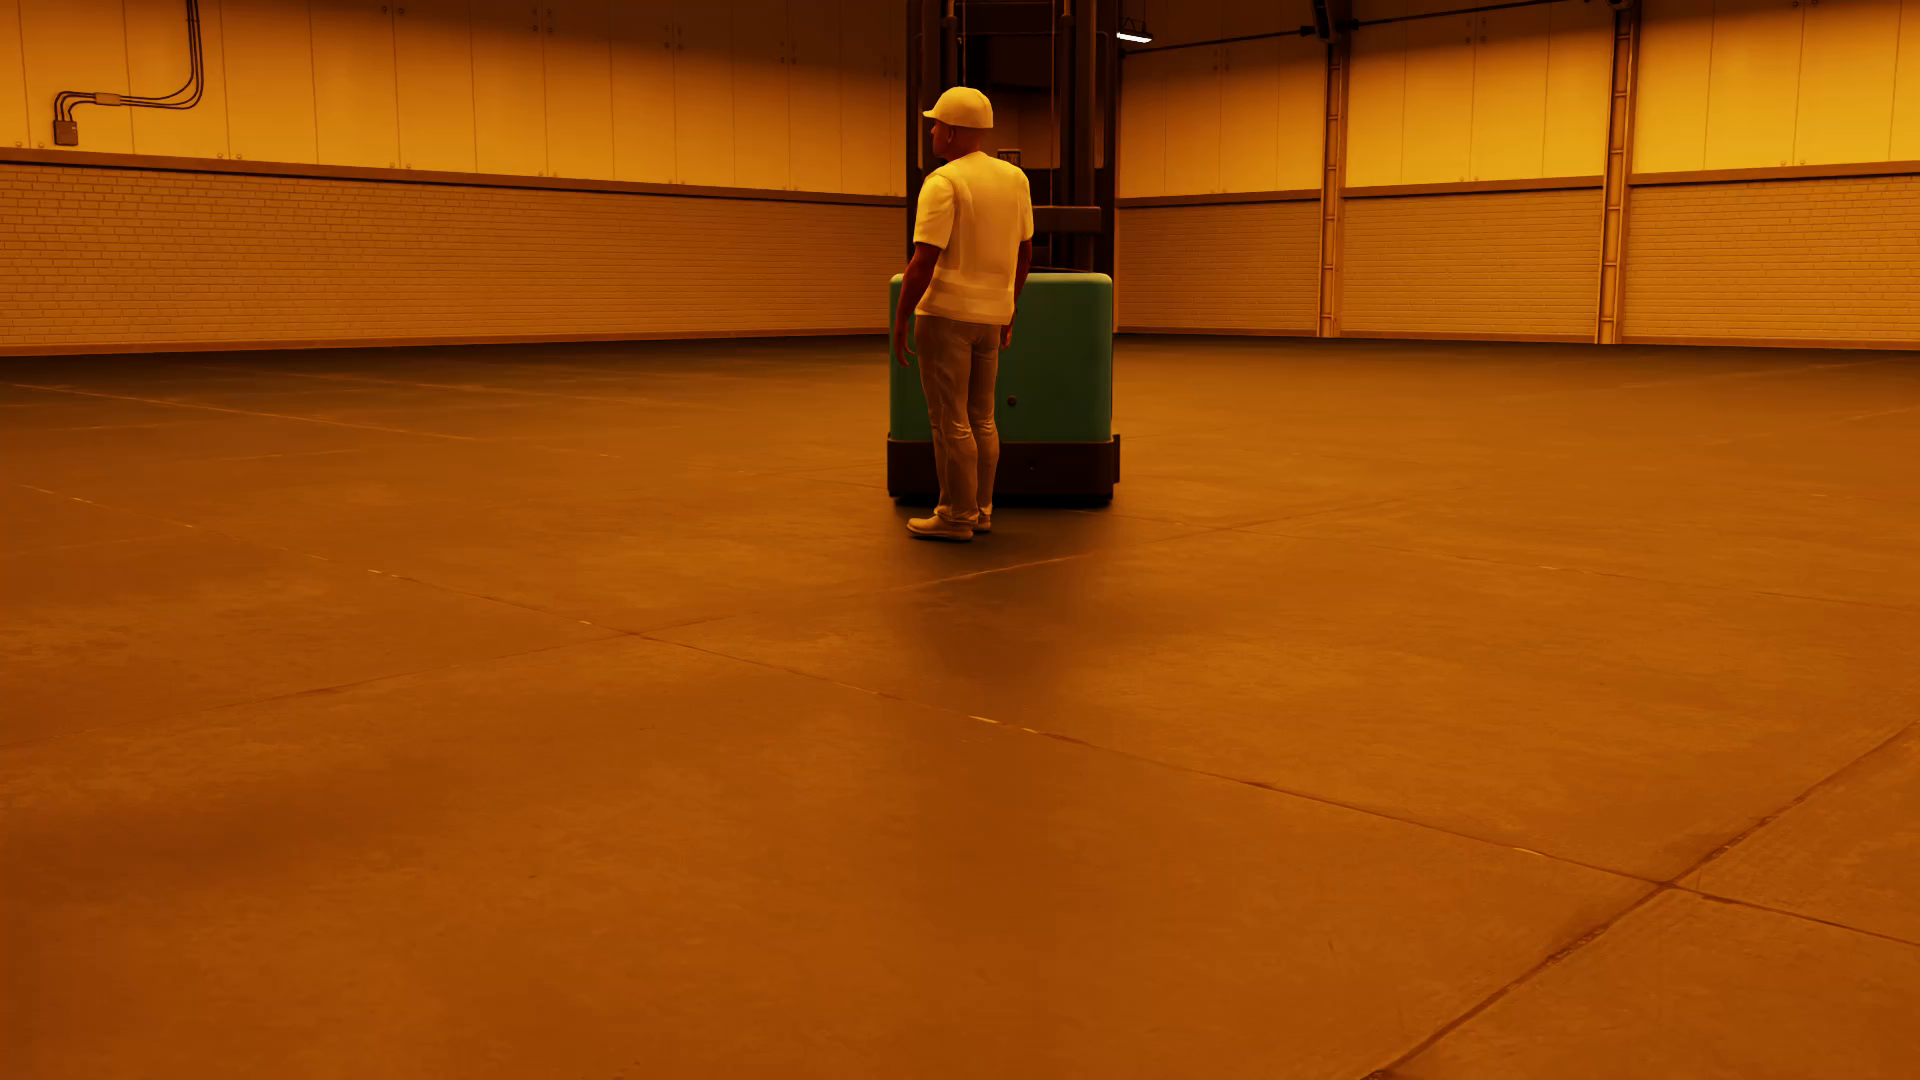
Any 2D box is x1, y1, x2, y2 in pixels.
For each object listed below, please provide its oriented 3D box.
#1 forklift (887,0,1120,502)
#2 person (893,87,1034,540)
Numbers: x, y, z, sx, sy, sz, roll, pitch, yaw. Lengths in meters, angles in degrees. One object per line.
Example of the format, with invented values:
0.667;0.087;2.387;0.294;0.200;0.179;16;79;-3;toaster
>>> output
0.281;-1.814;8.919;1.130;2.935;3.031;1;9;4;forklift
-0.045;-0.888;6.637;0.577;1.765;0.665;8;12;43;person
